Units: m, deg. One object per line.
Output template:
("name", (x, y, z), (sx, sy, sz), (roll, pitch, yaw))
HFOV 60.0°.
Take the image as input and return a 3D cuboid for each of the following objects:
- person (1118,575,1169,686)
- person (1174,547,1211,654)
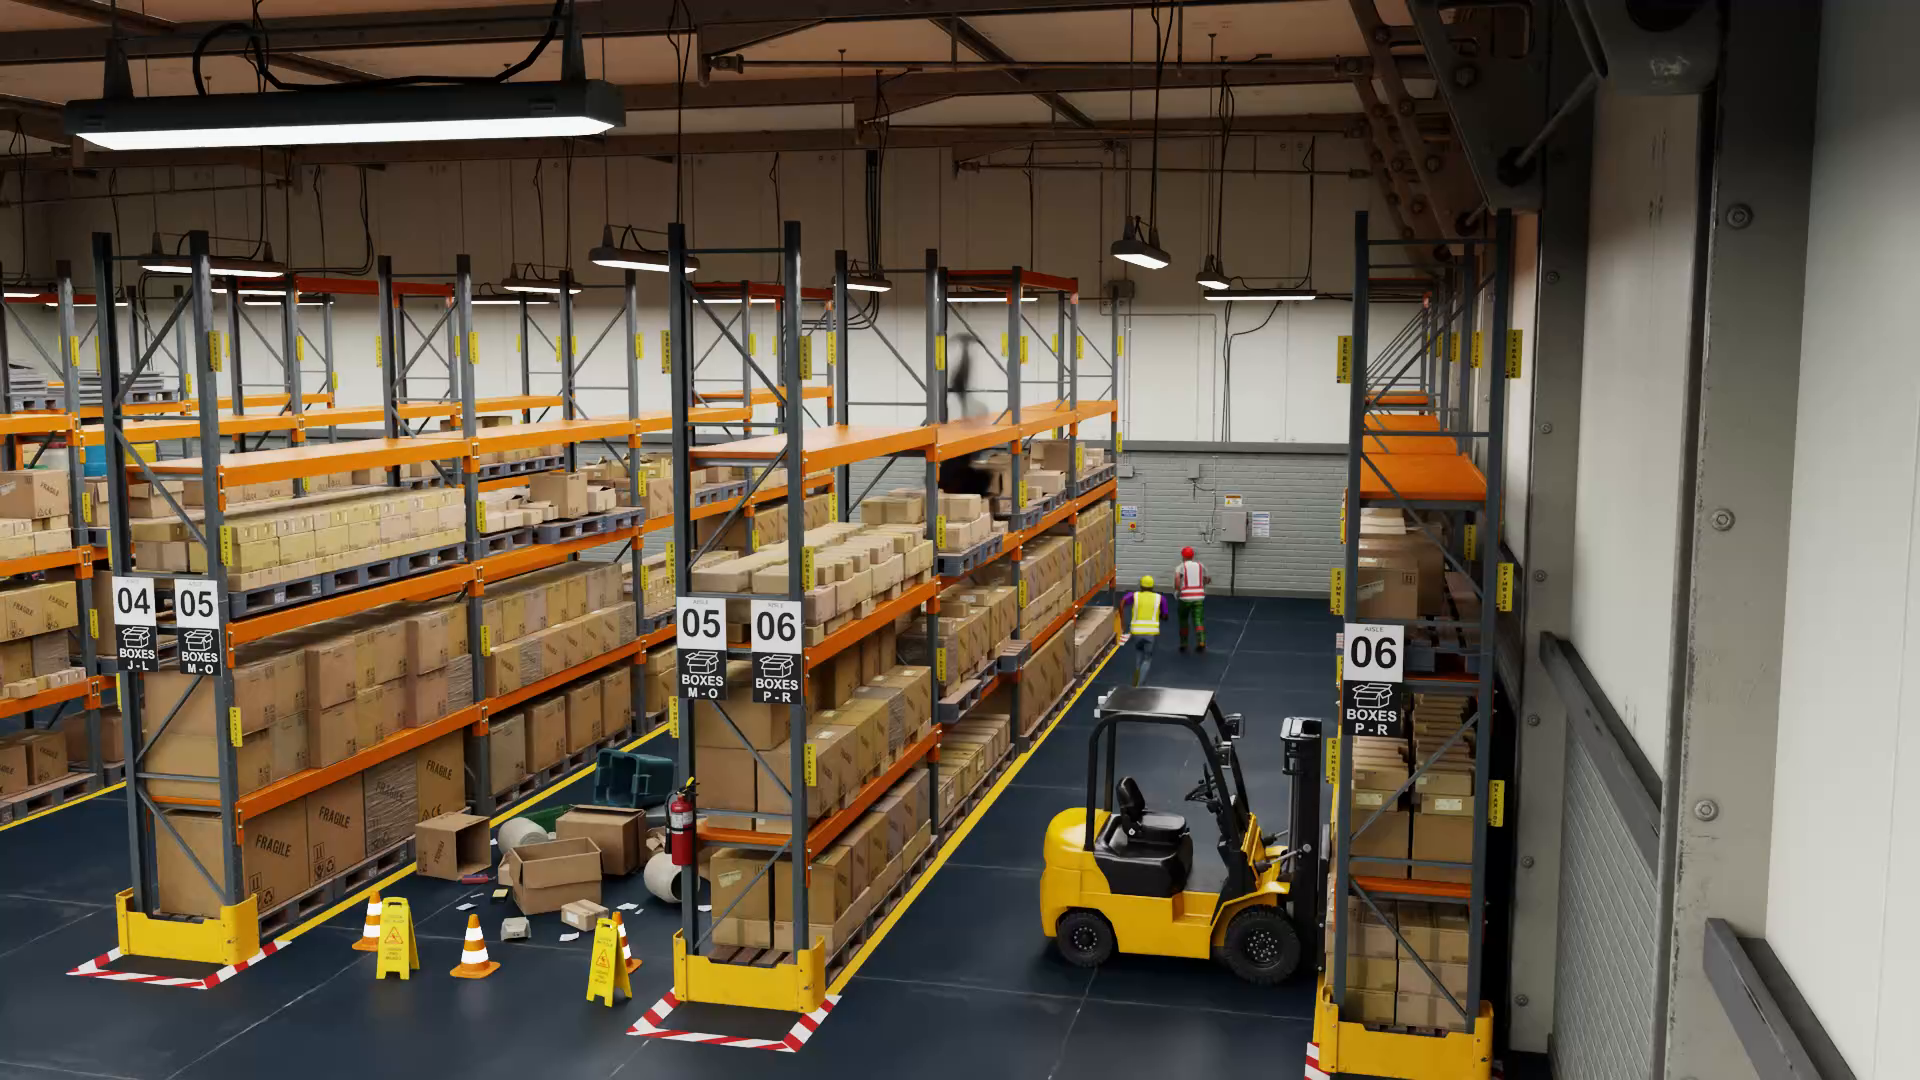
("person", (2.675, 1.364, 24.176), (0.674, 1.677, 0.845), (2, 7, 17))
("person", (3.766, 1.012, 26.946), (0.645, 1.779, 1.086), (-1, 7, -7))
